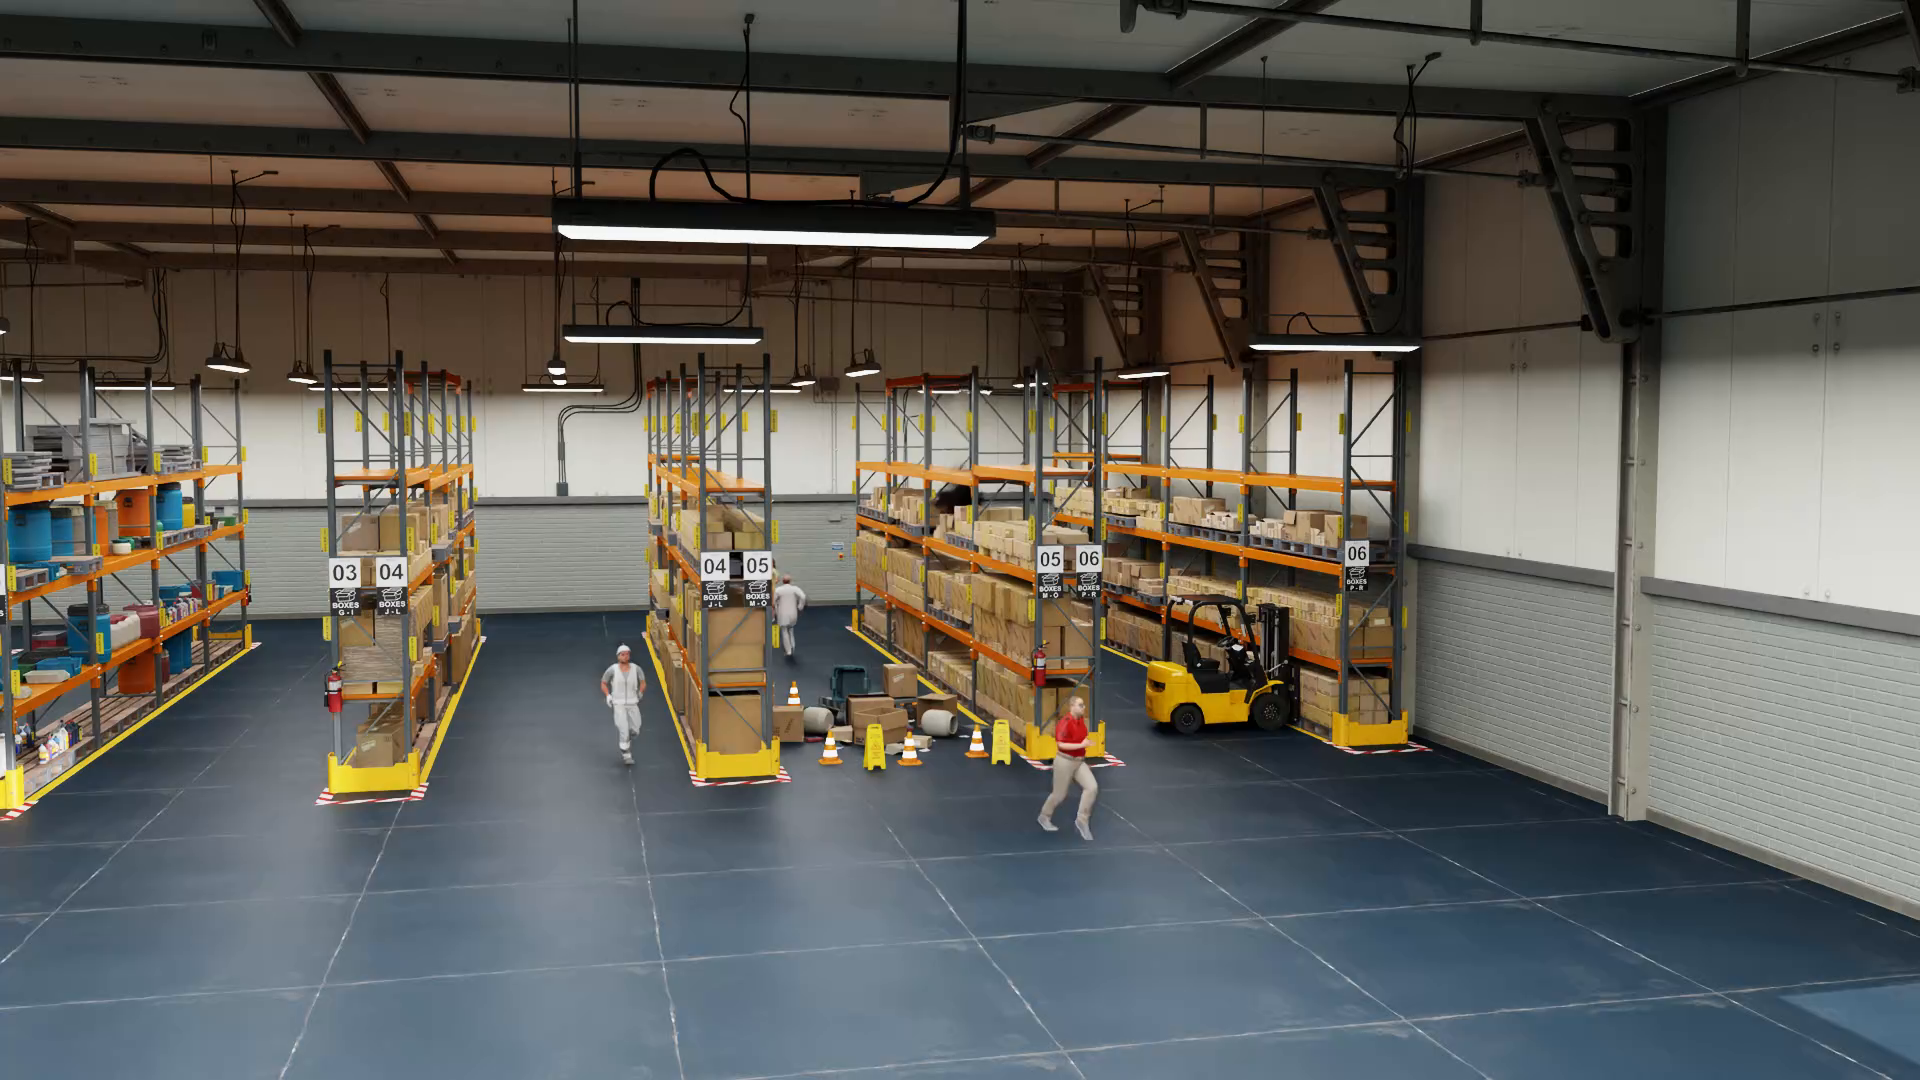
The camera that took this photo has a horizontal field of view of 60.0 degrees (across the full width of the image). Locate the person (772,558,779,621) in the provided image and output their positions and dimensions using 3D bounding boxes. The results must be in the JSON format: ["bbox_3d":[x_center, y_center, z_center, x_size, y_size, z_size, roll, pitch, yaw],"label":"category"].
[{"bbox_3d":[-4.802,1.264,42.154,0.552,1.624,0.580,-3,5,-40],"label":"person"}]

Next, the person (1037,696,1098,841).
[{"bbox_3d":[1.310,2.758,20.138,0.874,1.777,0.686,3,5,38],"label":"person"}]

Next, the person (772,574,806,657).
[{"bbox_3d":[-3.697,1.642,35.656,0.674,1.829,0.811,-1,4,-20],"label":"person"}]

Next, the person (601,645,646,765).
[{"bbox_3d":[-4.958,2.420,24.564,0.651,1.747,0.692,-2,4,-22],"label":"person"}]
